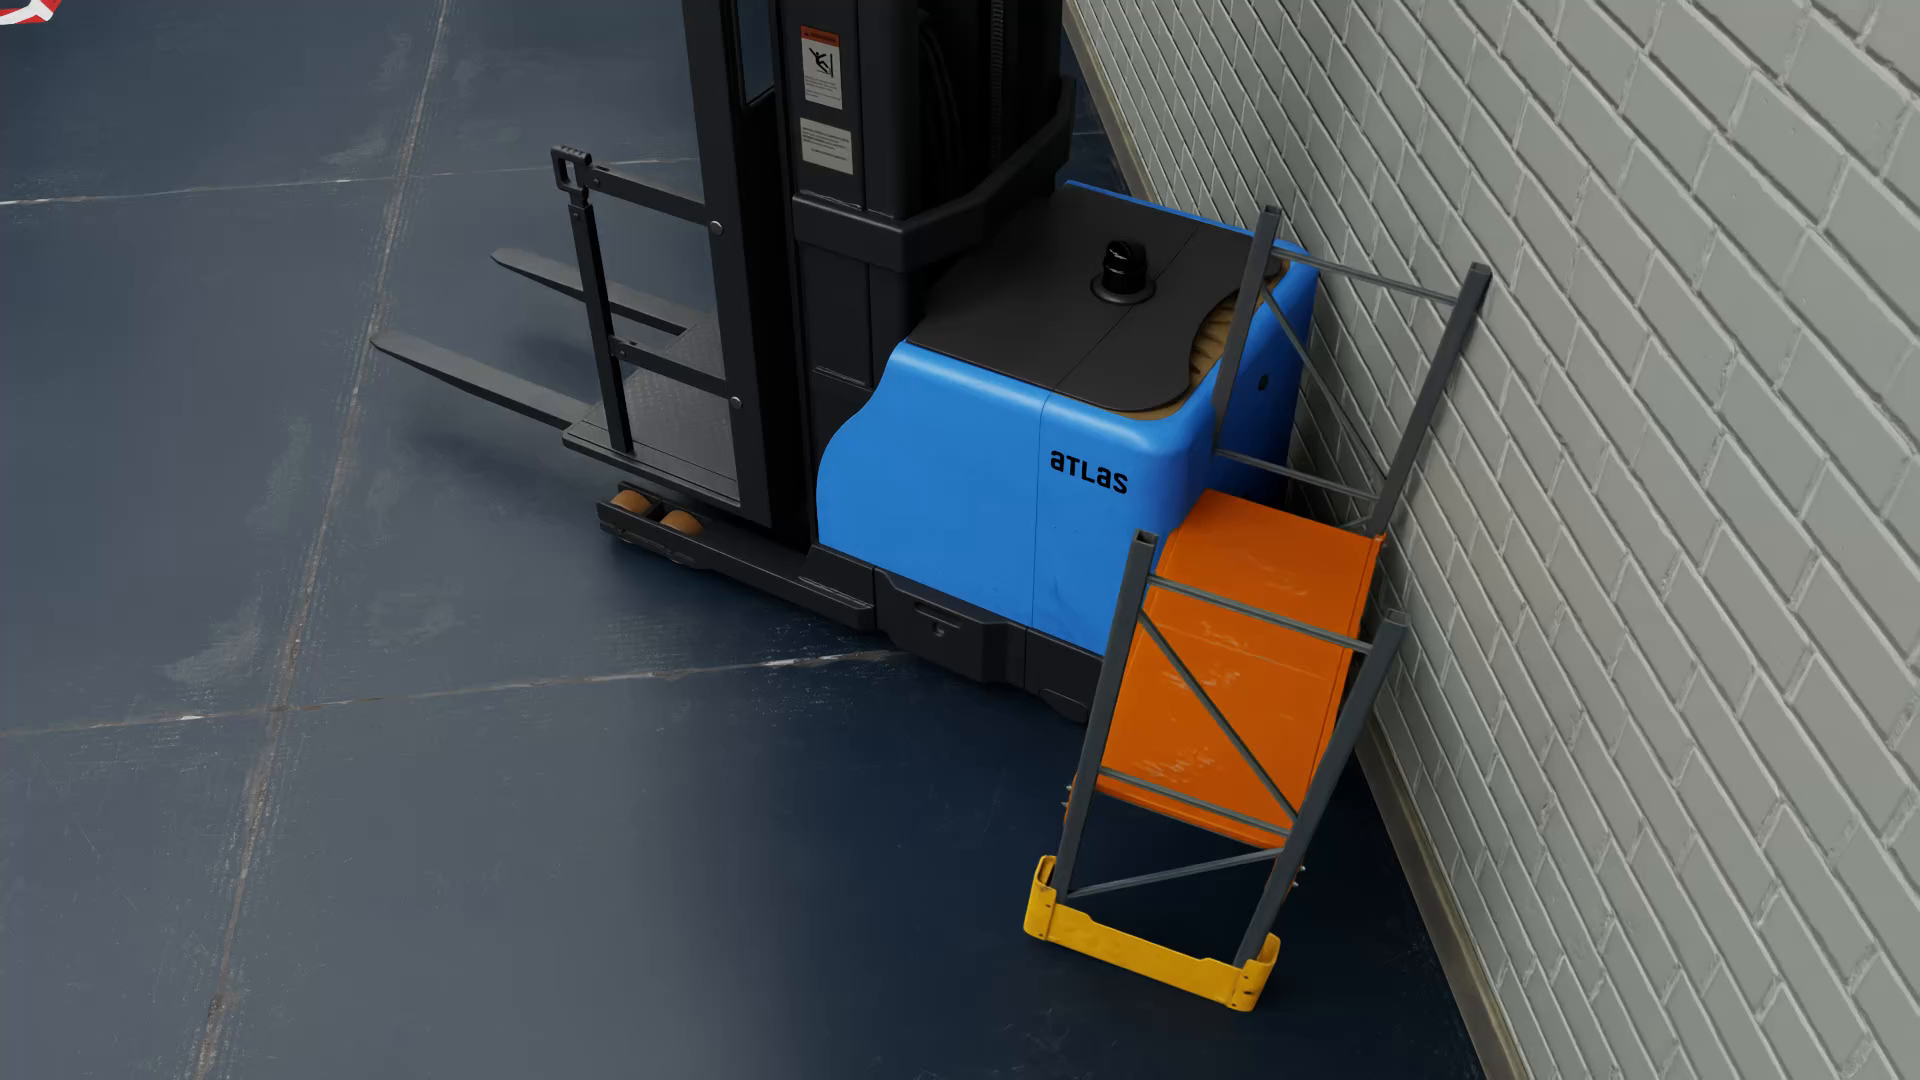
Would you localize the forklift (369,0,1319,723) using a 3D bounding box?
[{"bbox_3d":[-0.542,-1.297,4.500,3.031,2.935,1.130,21,46,22],"label":"forklift"}]

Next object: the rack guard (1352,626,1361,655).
[{"bbox_3d":[0.787,0.247,4.602,0.587,0.250,0.087,18,50,10],"label":"rack guard"}]

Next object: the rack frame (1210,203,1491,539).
[{"bbox_3d":[0.834,-0.159,4.129,0.500,1.500,0.032,18,50,10],"label":"rack frame"}]

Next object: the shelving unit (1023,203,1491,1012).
[{"bbox_3d":[0.664,0.189,3.814,0.587,1.500,1.083,18,50,10],"label":"shelving unit"}]

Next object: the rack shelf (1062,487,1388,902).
[{"bbox_3d":[0.648,0.312,3.945,0.538,0.185,1.000,18,50,10],"label":"rack shelf"}]

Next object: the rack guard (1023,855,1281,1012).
[{"bbox_3d":[0.449,0.942,3.974,0.587,0.250,0.087,18,50,10],"label":"rack guard"}]

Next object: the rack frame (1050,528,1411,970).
[{"bbox_3d":[0.489,0.551,3.488,0.500,1.500,0.032,18,50,10],"label":"rack frame"}]
